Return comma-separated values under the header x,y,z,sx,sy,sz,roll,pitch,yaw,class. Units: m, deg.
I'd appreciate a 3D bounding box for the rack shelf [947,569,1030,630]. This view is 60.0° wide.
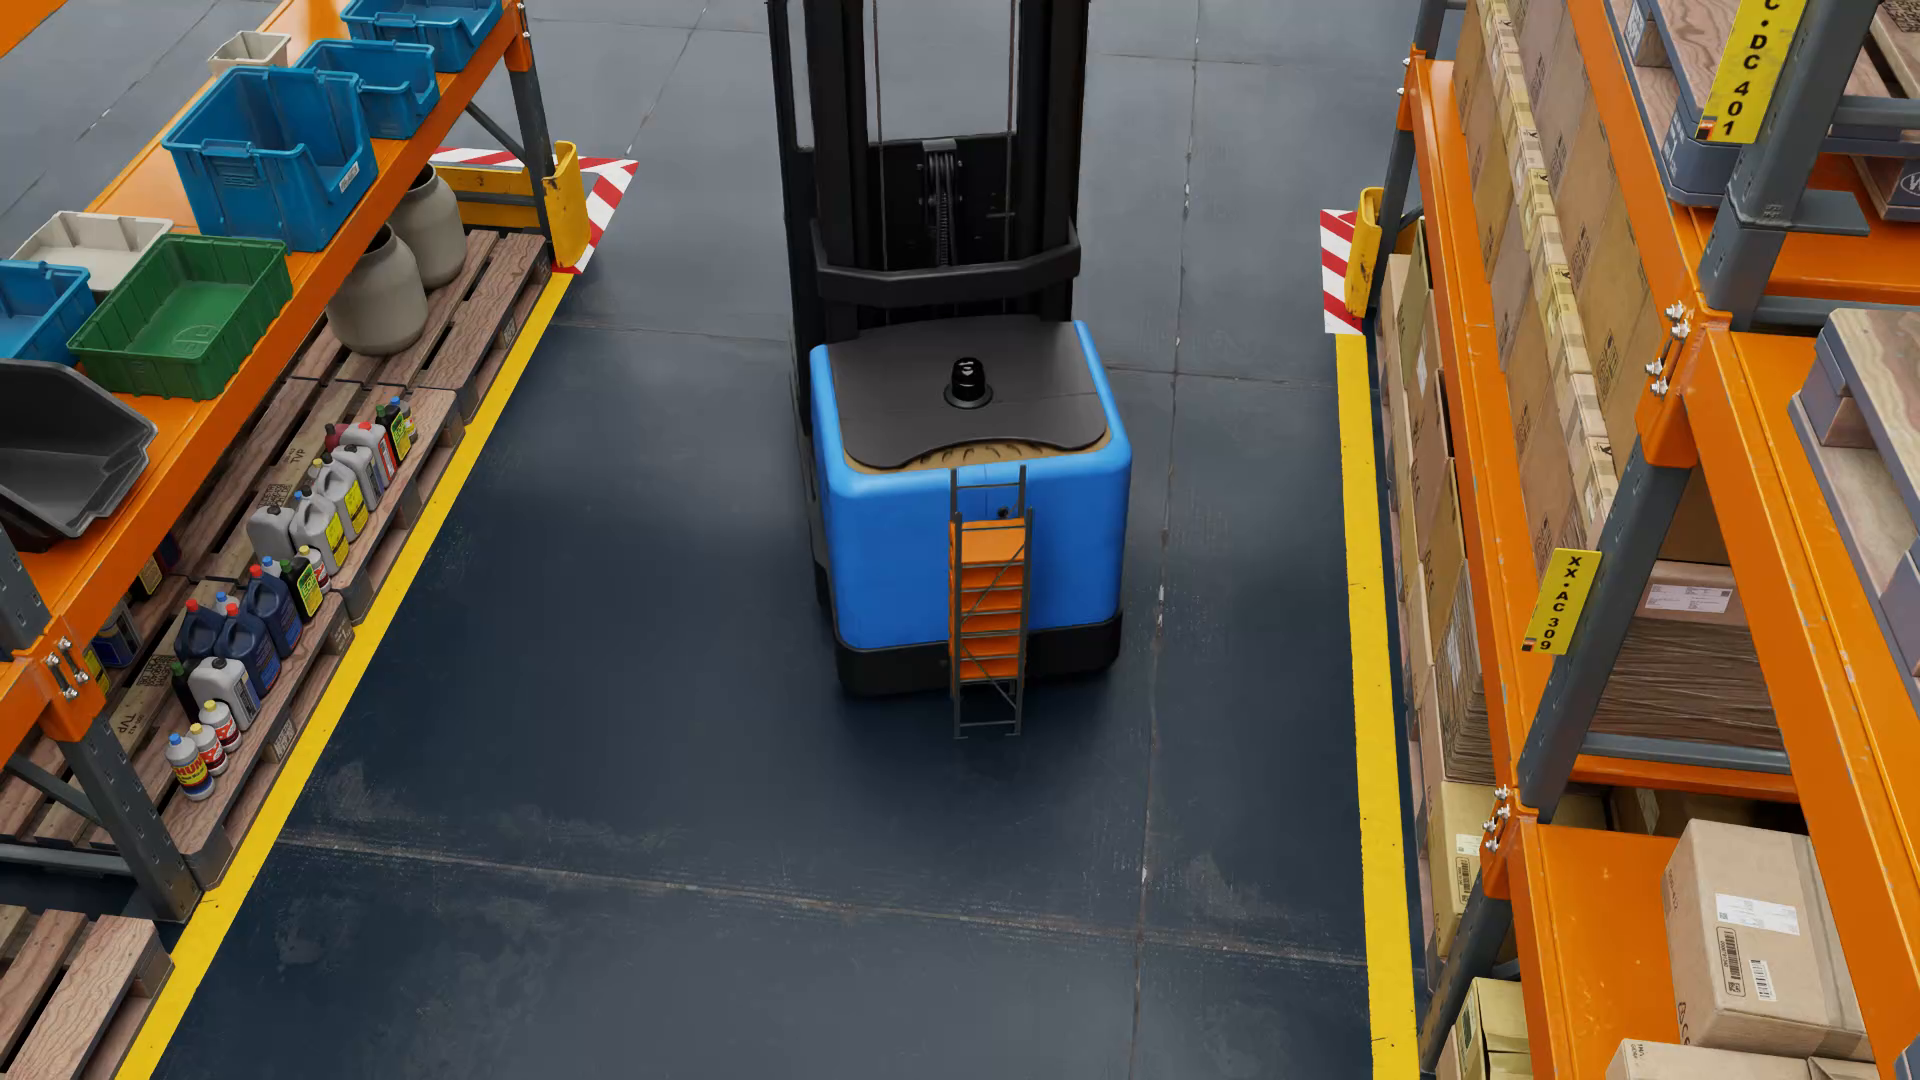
x,y,z,sx,sy,sz,roll,pitch,yaw,class
0.094,0.191,5.557,0.258,0.103,0.180,-4,48,-4,rack shelf

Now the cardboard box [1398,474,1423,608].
x,y,z,sx,sy,sz,roll,pitch,yaw,class
1.935,0.021,6.241,0.500,0.250,0.500,5,44,6,cardboard box

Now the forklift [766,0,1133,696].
x,y,z,sx,sy,sz,roll,pitch,yaw,class
-0.145,-1.517,6.220,1.130,2.935,3.031,-6,44,-6,forklift

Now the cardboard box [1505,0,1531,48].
x,y,z,sx,sy,sz,roll,pitch,yaw,class
2.281,-1.988,5.652,0.700,0.500,0.500,4,44,4,cardboard box

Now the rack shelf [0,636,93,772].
x,y,z,sx,sy,sz,roll,pitch,yaw,class
-3.276,1.705,3.291,1.077,0.370,4.000,5,44,6,rack shelf

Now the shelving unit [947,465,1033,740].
x,y,z,sx,sy,sz,roll,pitch,yaw,class
0.094,0.241,5.613,0.258,1.200,0.189,-4,48,-4,shelving unit

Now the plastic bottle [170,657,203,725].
x,y,z,sx,sy,sz,roll,pitch,yaw,class
-2.625,0.498,5.698,0.061,0.283,0.133,5,44,6,plastic bottle

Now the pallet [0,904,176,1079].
x,y,z,sx,sy,sz,roll,pitch,yaw,class
-3.077,1.632,4.873,1.003,0.211,1.213,5,44,6,pallet

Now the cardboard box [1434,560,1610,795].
x,y,z,sx,sy,sz,roll,pitch,yaw,class
1.820,0.432,5.262,0.500,0.500,0.500,5,44,6,cardboard box

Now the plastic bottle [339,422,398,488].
x,y,z,sx,sy,sz,roll,pitch,yaw,class
-2.352,-0.355,6.605,0.152,0.276,0.135,6,44,6,plastic bottle

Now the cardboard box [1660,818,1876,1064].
x,y,z,sx,sy,sz,roll,pitch,yaw,class
1.876,0.928,3.698,0.500,0.250,0.500,8,44,8,cardboard box

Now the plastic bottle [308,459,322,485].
x,y,z,sx,sy,sz,roll,pitch,yaw,class
-2.496,-0.232,6.529,0.097,0.201,0.097,0,43,0,plastic bottle

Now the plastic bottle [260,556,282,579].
x,y,z,sx,sy,sz,roll,pitch,yaw,class
-2.487,0.167,6.056,0.097,0.271,0.097,0,43,0,plastic bottle

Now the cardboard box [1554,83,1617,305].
x,y,z,sx,sy,sz,roll,pitch,yaw,class
2.082,-0.963,4.569,0.700,0.500,0.500,5,44,5,cardboard box

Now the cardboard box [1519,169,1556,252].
x,y,z,sx,sy,sz,roll,pitch,yaw,class
1.923,-0.990,5.069,0.380,0.149,0.250,7,44,7,cardboard box

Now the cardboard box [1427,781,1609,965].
x,y,z,sx,sy,sz,roll,pitch,yaw,class
1.742,1.044,5.161,0.500,0.250,0.500,5,44,6,cardboard box

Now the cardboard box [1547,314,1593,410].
x,y,z,sx,sy,sz,roll,pitch,yaw,class
1.822,-0.469,4.519,0.380,0.149,0.250,5,44,5,cardboard box

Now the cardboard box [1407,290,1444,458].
x,y,z,sx,sy,sz,roll,pitch,yaw,class
2.017,-0.591,6.341,0.500,0.500,0.500,5,44,6,cardboard box

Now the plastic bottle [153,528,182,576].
x,y,z,sx,sy,sz,roll,pitch,yaw,class
-3.013,-0.010,6.234,0.061,0.283,0.133,5,44,6,plastic bottle

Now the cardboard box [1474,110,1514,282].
x,y,z,sx,sy,sz,roll,pitch,yaw,class
2.216,-1.216,5.779,0.700,0.500,0.500,6,44,6,cardboard box

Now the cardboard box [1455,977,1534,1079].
x,y,z,sx,sy,sz,roll,pitch,yaw,class
1.596,1.435,4.339,0.500,0.311,0.500,5,44,6,cardboard box

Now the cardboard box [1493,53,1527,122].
x,y,z,sx,sy,sz,roll,pitch,yaw,class
2.026,-1.513,5.622,0.380,0.149,0.250,4,44,4,cardboard box

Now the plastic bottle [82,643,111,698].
x,y,z,sx,sy,sz,roll,pitch,yaw,class
-3.070,0.431,5.720,0.144,0.351,0.185,5,44,6,plastic bottle

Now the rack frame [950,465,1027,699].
x,y,z,sx,sy,sz,roll,pitch,yaw,class
0.086,0.174,5.674,0.240,1.200,0.006,-4,48,-4,rack frame

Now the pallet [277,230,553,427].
x,y,z,sx,sy,sz,roll,pitch,yaw,class
-2.559,-1.024,7.677,1.003,0.211,1.213,5,44,6,pallet

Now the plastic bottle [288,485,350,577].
x,y,z,sx,sy,sz,roll,pitch,yaw,class
-2.413,-0.048,6.226,0.144,0.351,0.185,5,44,5,plastic bottle

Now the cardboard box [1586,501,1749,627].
x,y,z,sx,sy,sz,roll,pitch,yaw,class
1.721,0.057,3.964,0.380,0.149,0.250,5,44,5,cardboard box

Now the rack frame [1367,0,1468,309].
x,y,z,sx,sy,sz,roll,pitch,yaw,class
2.426,-2.193,6.884,1.000,3.000,0.127,5,44,6,rack frame

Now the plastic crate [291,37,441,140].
x,y,z,sx,sy,sz,roll,pitch,yaw,class
-2.344,-1.781,6.557,0.499,0.251,0.408,5,44,6,plastic crate

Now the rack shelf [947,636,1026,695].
x,y,z,sx,sy,sz,roll,pitch,yaw,class
0.092,0.432,5.825,0.258,0.103,0.180,-4,48,-4,rack shelf

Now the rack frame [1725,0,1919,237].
x,y,z,sx,sy,sz,roll,pitch,yaw,class
1.897,-1.645,1.942,1.000,3.000,0.127,5,44,6,rack frame

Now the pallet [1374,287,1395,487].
x,y,z,sx,sy,sz,roll,pitch,yaw,class
2.367,-0.655,7.288,1.003,0.211,1.213,5,44,6,pallet

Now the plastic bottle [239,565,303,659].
x,y,z,sx,sy,sz,roll,pitch,yaw,class
-2.469,0.242,5.920,0.144,0.351,0.185,4,44,4,plastic bottle

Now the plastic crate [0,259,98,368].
x,y,z,sx,sy,sz,roll,pitch,yaw,class
-3.135,-0.644,5.357,0.499,0.251,0.616,5,44,6,plastic crate

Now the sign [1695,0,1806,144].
x,y,z,sx,sy,sz,roll,pitch,yaw,class
1.347,-0.822,2.821,0.100,0.325,0.005,5,44,6,sign

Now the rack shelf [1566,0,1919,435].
x,y,z,sx,sy,sz,roll,pitch,yaw,class
2.162,-1.657,4.660,1.077,0.370,4.000,5,44,6,rack shelf

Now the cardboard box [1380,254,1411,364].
x,y,z,sx,sy,sz,roll,pitch,yaw,class
2.135,-1.001,7.320,0.500,0.250,0.500,5,44,6,cardboard box

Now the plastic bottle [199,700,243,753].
x,y,z,sx,sy,sz,roll,pitch,yaw,class
-2.508,0.621,5.628,0.097,0.201,0.097,0,43,0,plastic bottle

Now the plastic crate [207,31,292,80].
x,y,z,sx,sy,sz,roll,pitch,yaw,class
-2.920,-1.969,6.840,0.298,0.136,0.250,5,44,6,plastic crate

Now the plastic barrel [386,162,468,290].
x,y,z,sx,sy,sz,roll,pitch,yaw,class
-2.494,-1.439,7.592,0.421,0.512,0.421,0,43,0,plastic barrel

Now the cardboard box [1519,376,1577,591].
x,y,z,sx,sy,sz,roll,pitch,yaw,class
2.013,-0.166,4.671,0.700,0.500,0.500,5,44,5,cardboard box

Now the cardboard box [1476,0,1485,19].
x,y,z,sx,sy,sz,roll,pitch,yaw,class
2.129,-2.036,6.174,0.380,0.149,0.250,4,44,4,cardboard box
